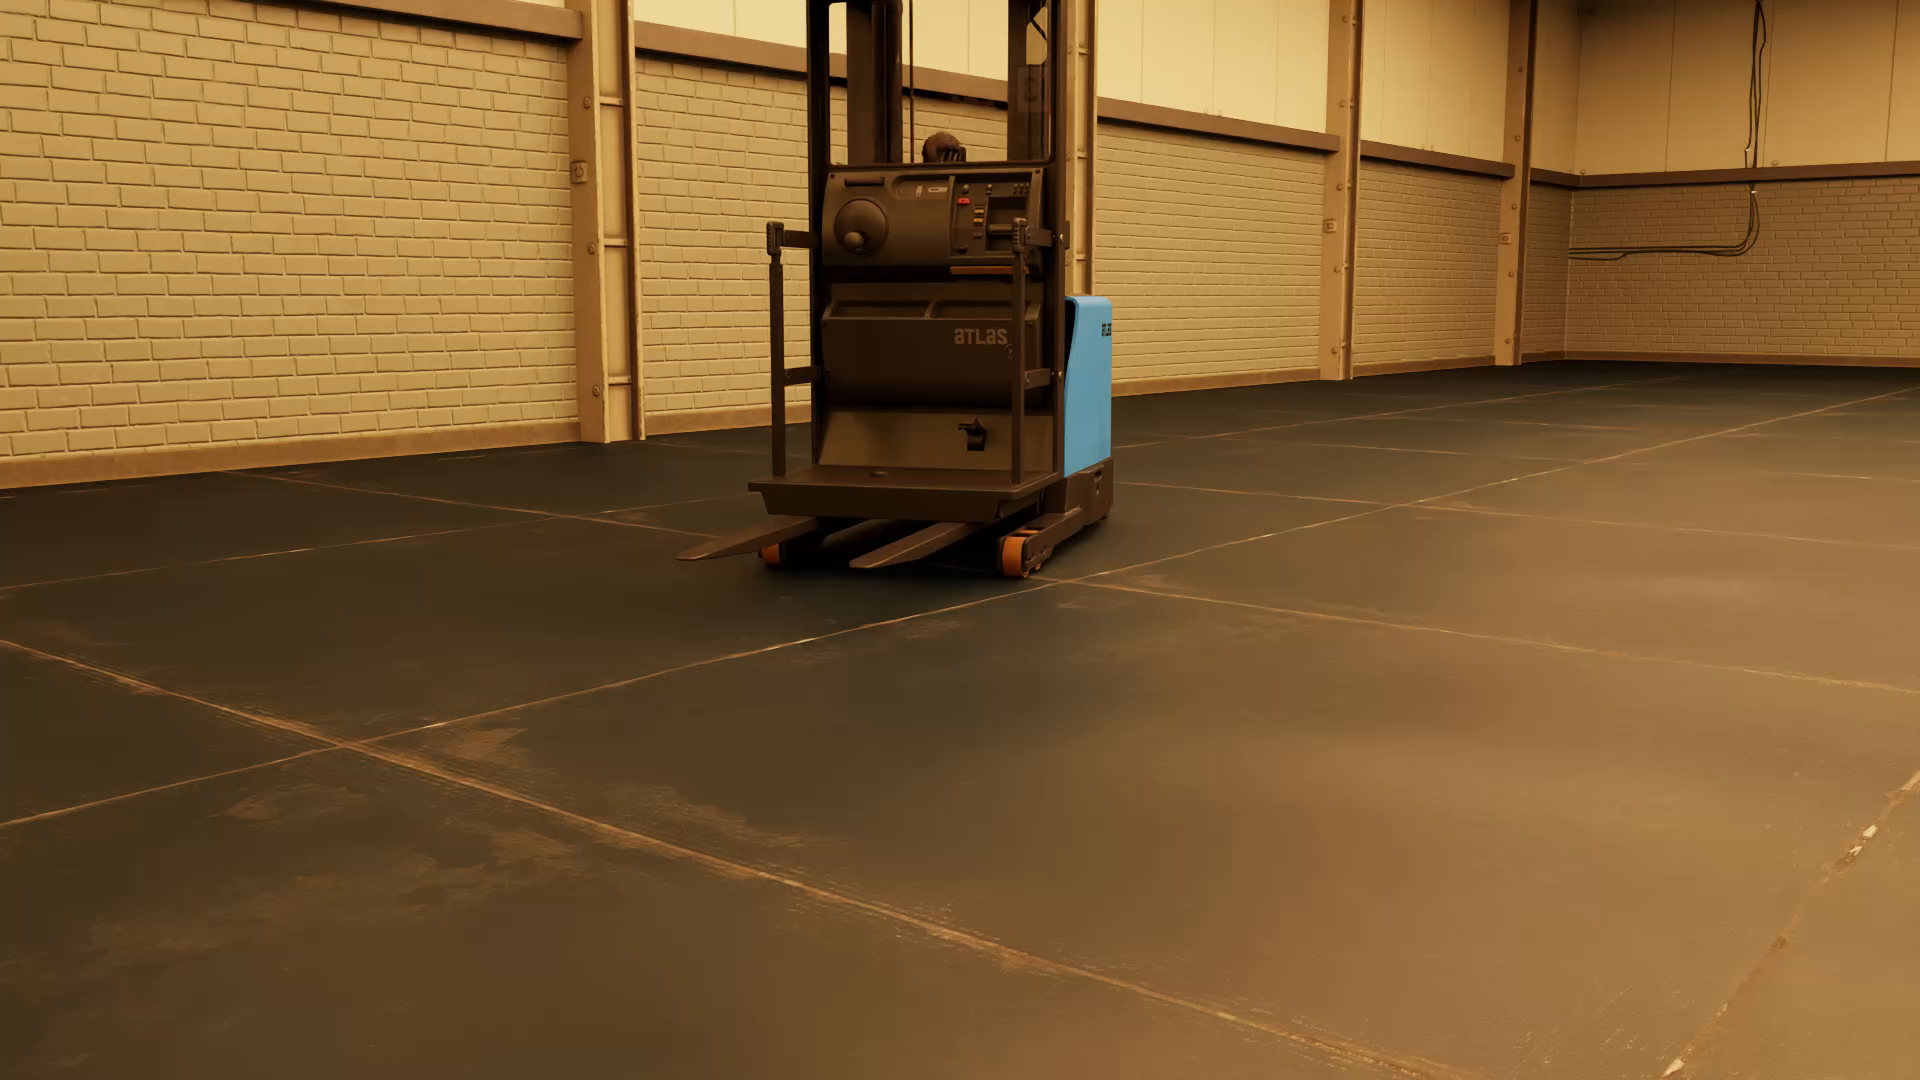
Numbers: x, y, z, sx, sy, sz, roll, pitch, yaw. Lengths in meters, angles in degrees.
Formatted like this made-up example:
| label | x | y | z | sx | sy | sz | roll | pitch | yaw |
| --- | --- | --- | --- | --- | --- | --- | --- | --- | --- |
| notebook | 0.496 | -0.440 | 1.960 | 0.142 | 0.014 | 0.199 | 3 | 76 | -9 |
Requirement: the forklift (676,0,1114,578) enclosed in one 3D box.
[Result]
| label | x | y | z | sx | sy | sz | roll | pitch | yaw |
| --- | --- | --- | --- | --- | --- | --- | --- | --- | --- |
| forklift | -0.176 | -1.366 | 6.616 | 1.130 | 2.935 | 3.031 | 3 | 9 | 17 |

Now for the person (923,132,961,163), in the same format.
| label | x | y | z | sx | sy | sz | roll | pitch | yaw |
| --- | --- | --- | --- | --- | --- | --- | --- | --- | --- |
| person | 0.067 | -0.955 | 7.311 | 0.602 | 1.600 | 0.537 | 7 | 11 | 38 |
